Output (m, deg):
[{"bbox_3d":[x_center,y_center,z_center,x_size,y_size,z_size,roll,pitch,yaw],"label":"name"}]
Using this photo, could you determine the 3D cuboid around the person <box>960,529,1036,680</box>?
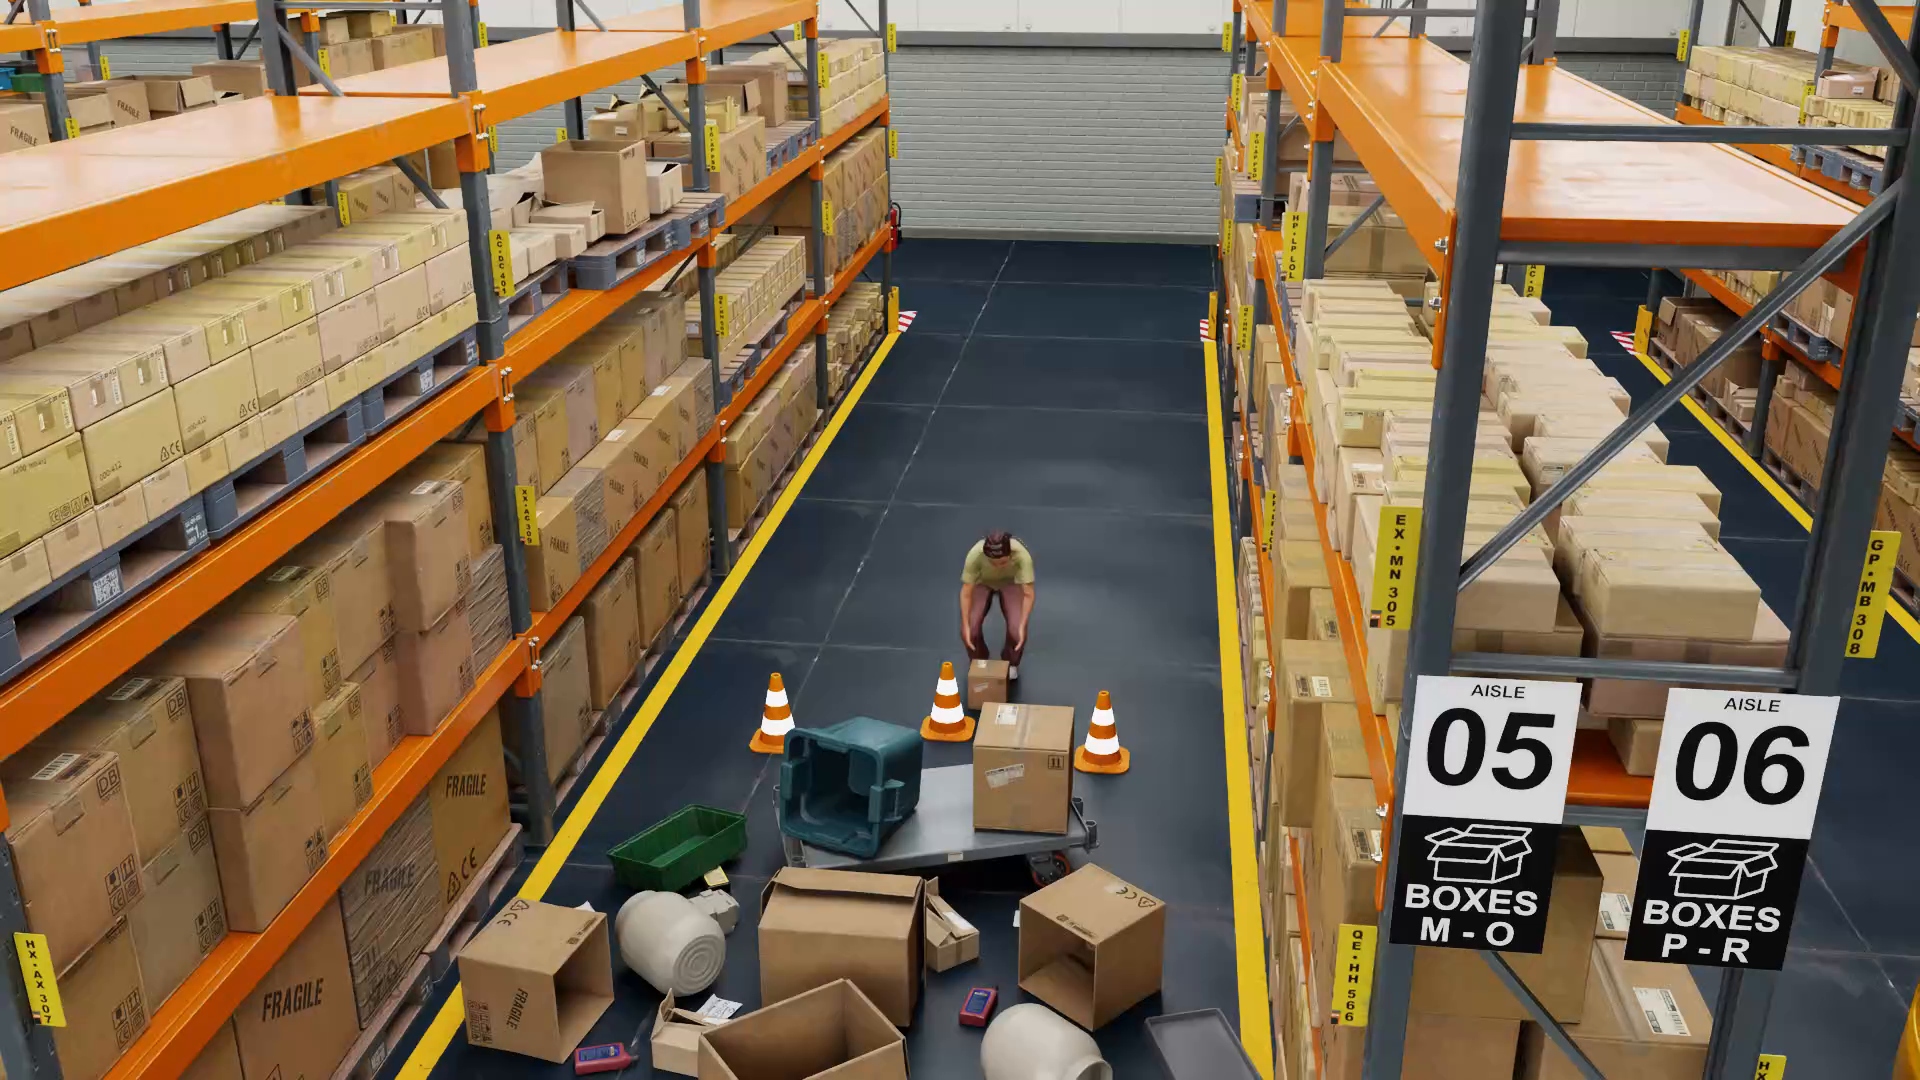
[{"bbox_3d":[0.264,0.401,11.174,0.505,1.159,0.740,2,21,6],"label":"person"}]
